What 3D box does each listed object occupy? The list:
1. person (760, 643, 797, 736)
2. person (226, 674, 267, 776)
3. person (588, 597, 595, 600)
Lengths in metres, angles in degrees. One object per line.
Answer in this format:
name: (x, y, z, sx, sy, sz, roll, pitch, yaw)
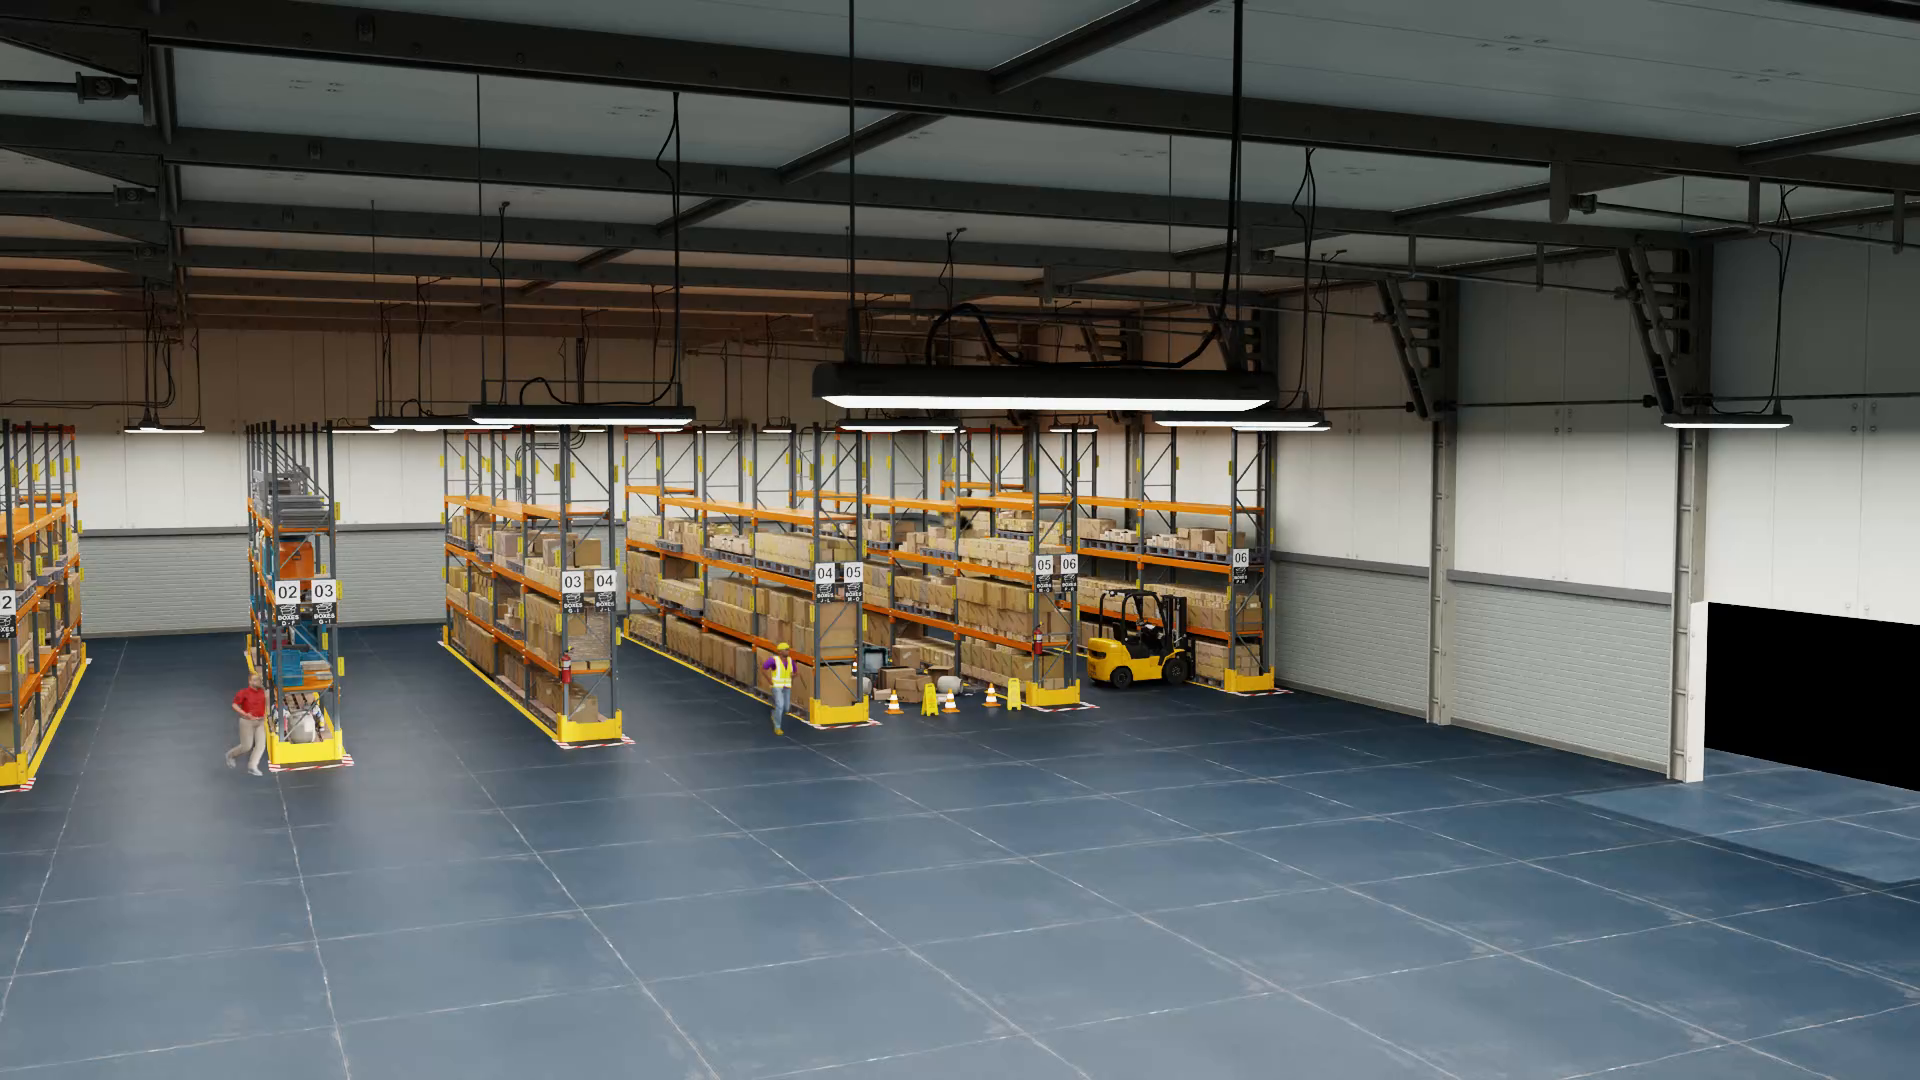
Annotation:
person: (-3.458, 2.859, 32.277, 0.729, 1.737, 0.889, -3, 5, -38)
person: (-12.062, 3.124, 28.269, 0.740, 1.708, 0.677, 2, 4, 30)
person: (-10.494, 1.851, 48.116, 0.729, 1.799, 0.755, 3, 5, 39)
